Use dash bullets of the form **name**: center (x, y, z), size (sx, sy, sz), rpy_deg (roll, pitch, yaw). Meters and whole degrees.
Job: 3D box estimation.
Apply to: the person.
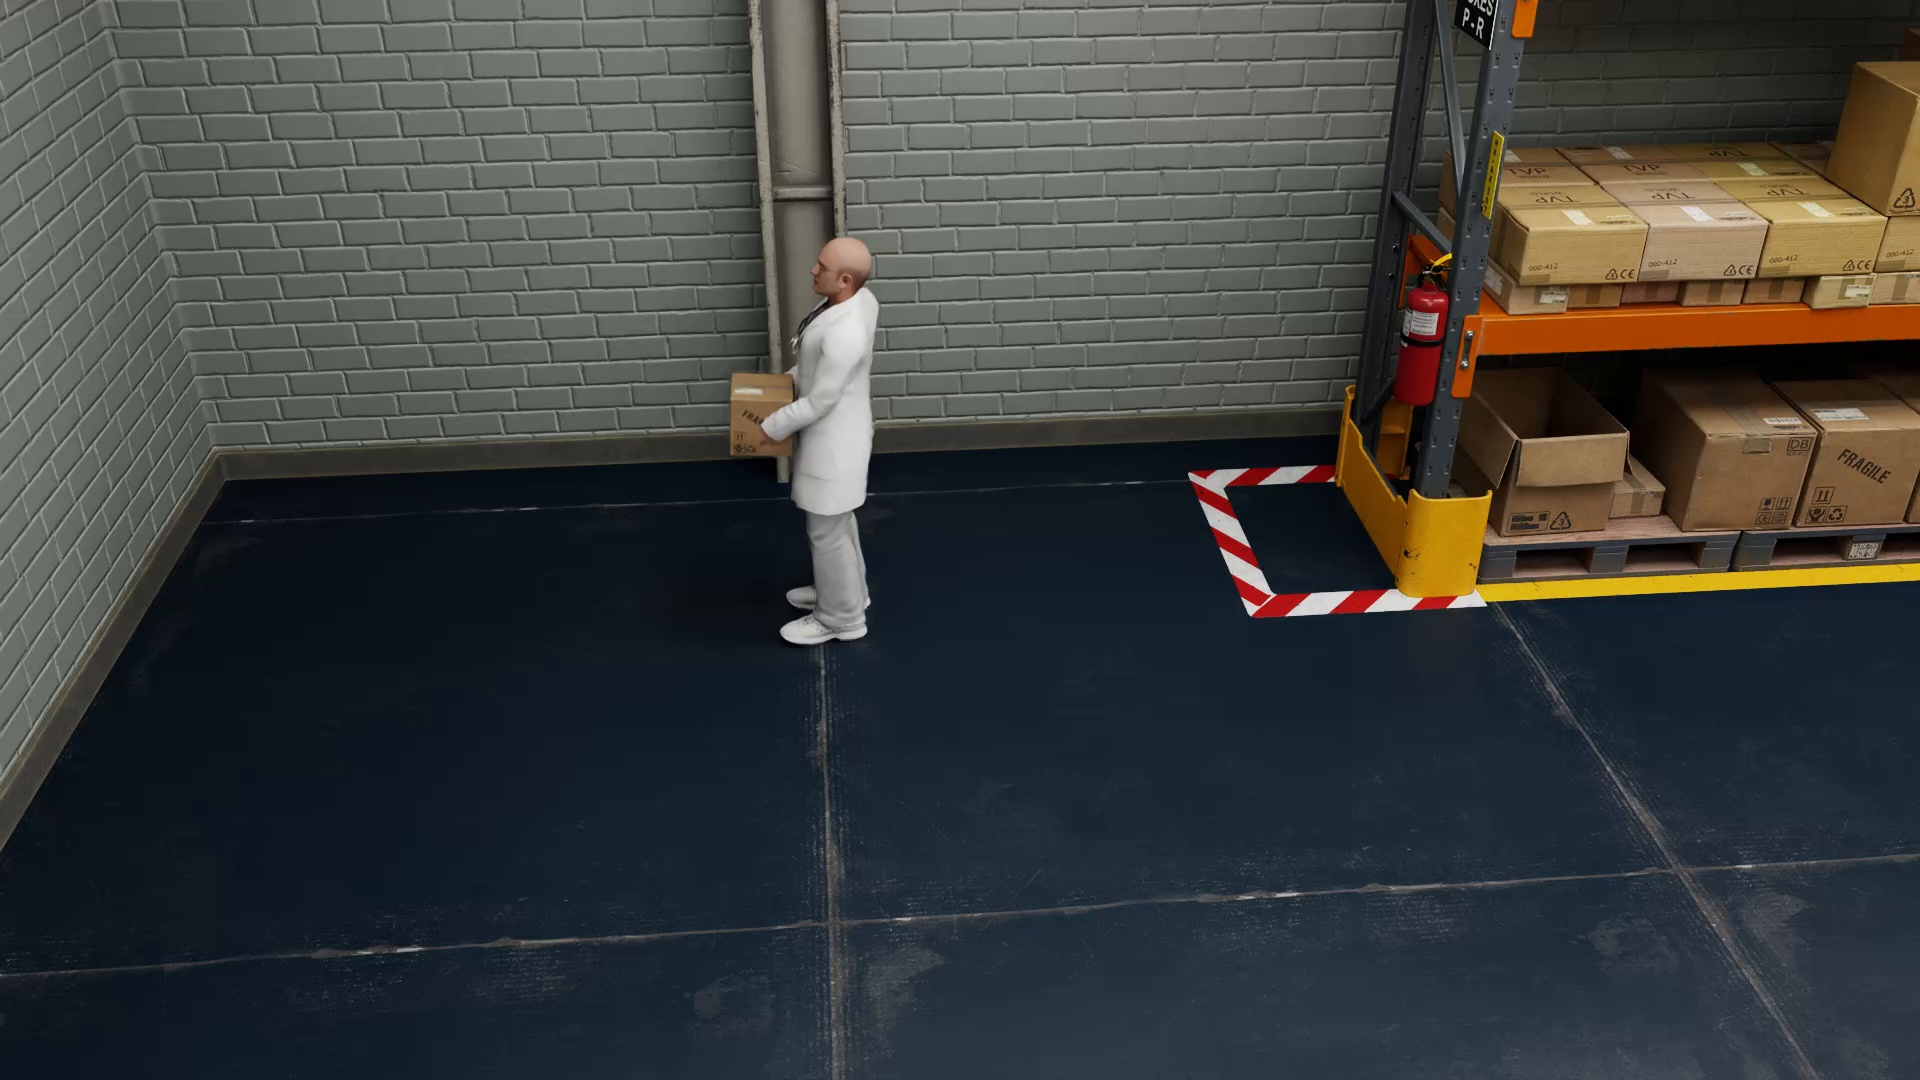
- **person**: center (-0.607, -0.315, 6.868), size (0.553, 1.581, 0.538), rpy_deg (1, 31, 1)
